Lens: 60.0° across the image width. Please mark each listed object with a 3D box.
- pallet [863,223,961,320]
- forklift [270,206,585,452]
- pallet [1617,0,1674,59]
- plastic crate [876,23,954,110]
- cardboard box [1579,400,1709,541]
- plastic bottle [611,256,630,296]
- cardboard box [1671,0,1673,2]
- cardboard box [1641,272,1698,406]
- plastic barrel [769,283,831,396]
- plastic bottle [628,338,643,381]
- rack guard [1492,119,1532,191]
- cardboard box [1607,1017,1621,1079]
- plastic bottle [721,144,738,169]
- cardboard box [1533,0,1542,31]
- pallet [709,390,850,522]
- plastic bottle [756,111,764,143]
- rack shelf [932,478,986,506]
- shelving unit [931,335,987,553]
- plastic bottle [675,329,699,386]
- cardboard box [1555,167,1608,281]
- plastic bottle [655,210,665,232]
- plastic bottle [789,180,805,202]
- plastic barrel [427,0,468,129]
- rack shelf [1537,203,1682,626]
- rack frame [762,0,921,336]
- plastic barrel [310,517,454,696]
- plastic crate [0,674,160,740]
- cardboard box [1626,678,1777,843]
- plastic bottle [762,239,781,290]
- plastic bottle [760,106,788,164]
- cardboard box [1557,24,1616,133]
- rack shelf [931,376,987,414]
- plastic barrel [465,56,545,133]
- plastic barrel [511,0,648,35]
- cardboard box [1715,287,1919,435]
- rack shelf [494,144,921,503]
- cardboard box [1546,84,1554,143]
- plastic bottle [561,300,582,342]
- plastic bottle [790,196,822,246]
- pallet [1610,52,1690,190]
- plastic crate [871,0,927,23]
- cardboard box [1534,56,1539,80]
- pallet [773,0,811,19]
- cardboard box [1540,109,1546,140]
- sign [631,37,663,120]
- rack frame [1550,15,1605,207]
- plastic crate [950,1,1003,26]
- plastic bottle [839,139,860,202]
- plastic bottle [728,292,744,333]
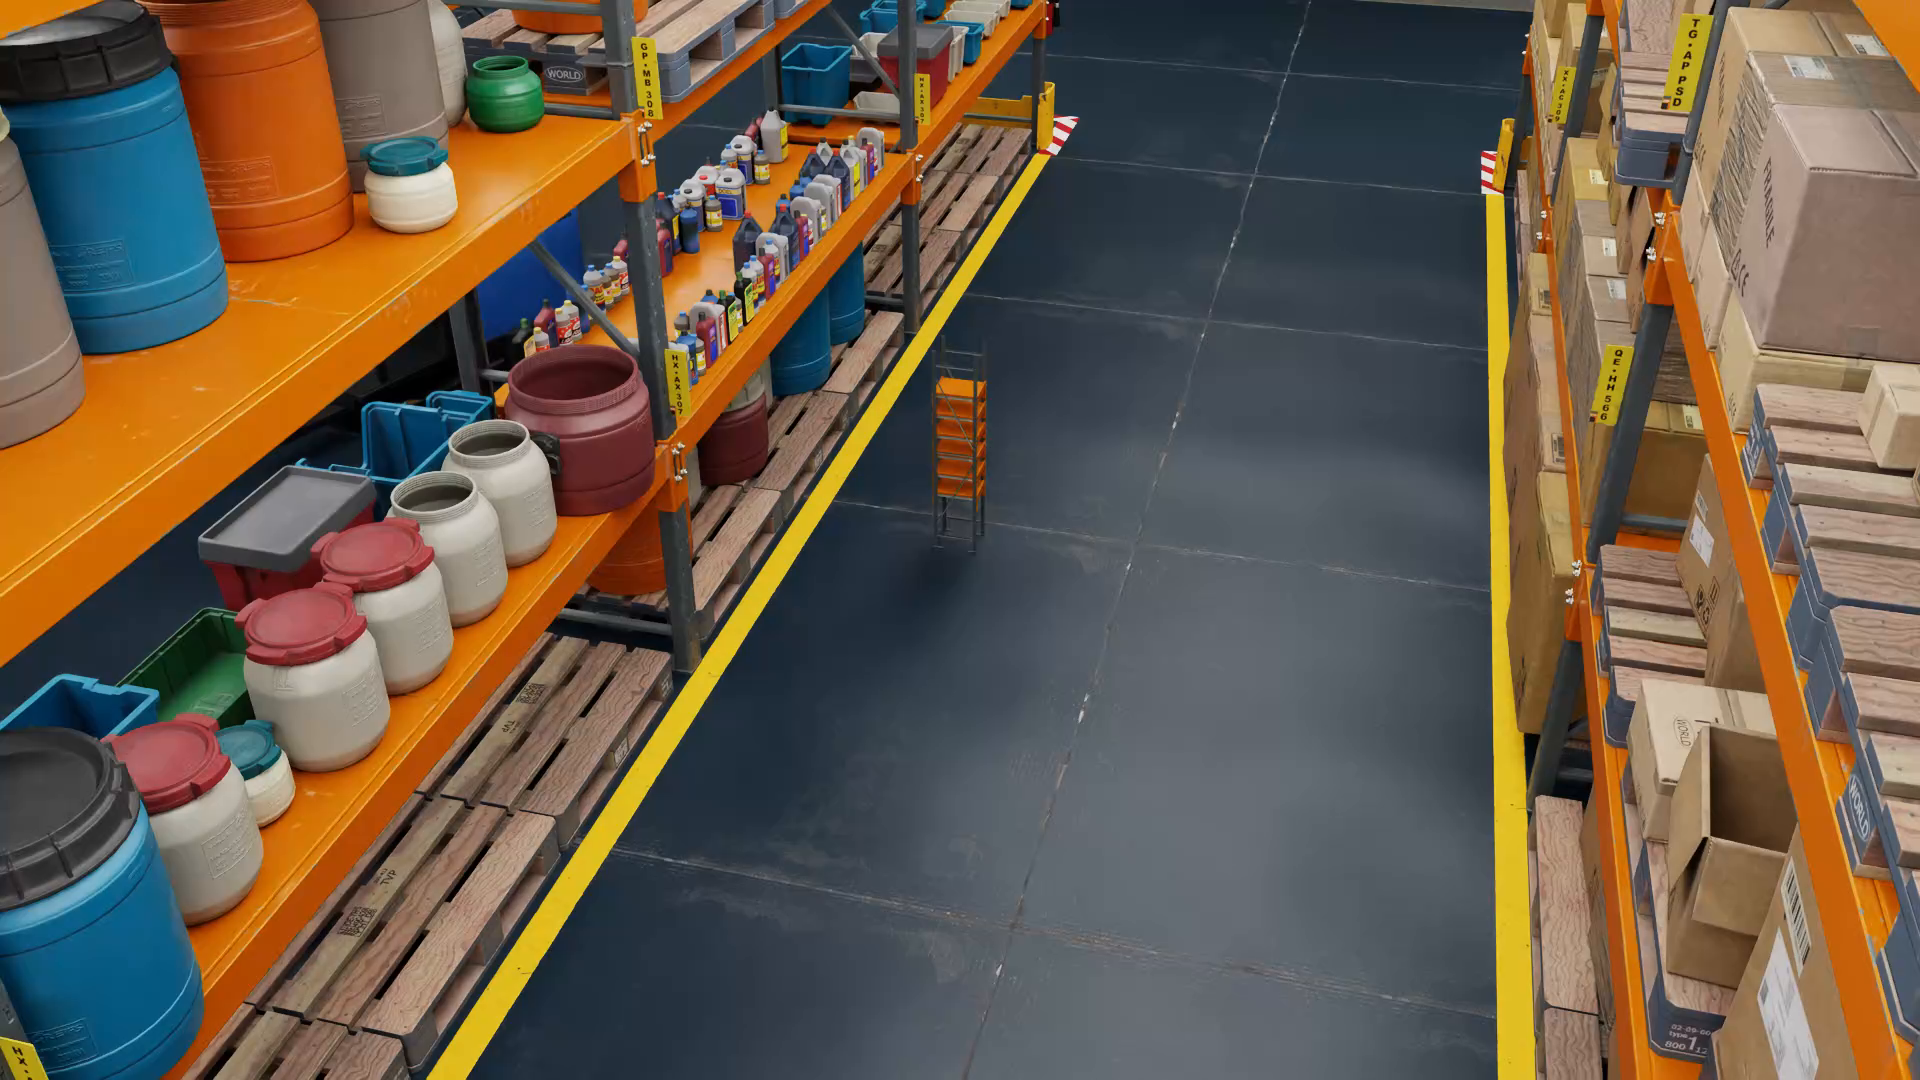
[{"bbox_3d":[-0.623,-1.983,12.173,1.003,0.211,1.213,8,33,12],"label":"pallet"},{"bbox_3d":[-3.760,-2.161,9.917,1.130,2.935,3.031,20,37,28],"label":"forklift"},{"bbox_3d":[3.397,-2.132,7.187,1.003,0.211,1.213,10,34,15],"label":"pallet"},{"bbox_3d":[-0.303,-3.255,11.458,0.402,0.464,0.583,8,33,12],"label":"plastic crate"},{"bbox_3d":[2.889,-0.355,6.920,0.500,0.500,0.500,9,34,14],"label":"cardboard box"},{"bbox_3d":[-1.819,-1.413,8.861,0.097,0.201,0.097,0,32,0],"label":"plastic bottle"},{"bbox_3d":[3.502,-2.573,7.218,0.797,0.503,0.637,8,33,12],"label":"cardboard box"},{"bbox_3d":[3.205,-0.866,6.788,0.797,0.503,0.637,9,34,14],"label":"cardboard box"},{"bbox_3d":[-1.106,-1.418,10.248,0.600,0.901,0.708,8,33,12],"label":"plastic barrel"},{"bbox_3d":[-1.512,-0.847,7.901,0.152,0.276,0.135,8,33,12],"label":"plastic bottle"},{"bbox_3d":[5.040,-3.132,13.711,1.175,0.500,0.348,8,33,12],"label":"rack guard"},{"bbox_3d":[2.587,1.781,5.572,0.700,0.500,0.500,11,34,16],"label":"cardboard box"},{"bbox_3d":[-1.407,-2.284,10.167,0.097,0.271,0.097,0,32,0],"label":"plastic bottle"},{"bbox_3d":[4.651,-4.025,12.647,0.500,0.250,0.500,7,33,11],"label":"cardboard box"},{"bbox_3d":[-1.316,-0.567,9.945,1.003,0.211,1.213,8,33,12],"label":"pallet"},{"bbox_3d":[-1.278,-2.592,10.640,0.061,0.283,0.133,8,33,12],"label":"plastic bottle"},{"bbox_3d":[-0.004,-0.259,9.069,0.258,0.103,0.180,8,33,12],"label":"rack shelf"},{"bbox_3d":[-0.004,-0.499,8.916,0.258,1.200,0.189,8,33,12],"label":"shelving unit"},{"bbox_3d":[-1.309,-0.880,7.959,0.097,0.271,0.097,0,32,0],"label":"plastic bottle"},{"bbox_3d":[3.534,-1.676,8.996,0.500,0.500,0.500,8,33,12],"label":"cardboard box"},{"bbox_3d":[-1.667,-1.666,9.184,0.061,0.283,0.133,8,33,12],"label":"plastic bottle"},{"bbox_3d":[-0.939,-1.957,9.652,0.097,0.271,0.097,0,32,0],"label":"plastic bottle"},{"bbox_3d":[-2.162,-1.891,6.529,0.421,0.512,0.421,0,32,0],"label":"plastic barrel"},{"bbox_3d":[3.511,-0.758,8.316,1.077,0.370,4.000,8,33,12],"label":"rack shelf"},{"bbox_3d":[-0.772,-2.773,10.817,1.000,3.000,0.127,8,33,12],"label":"rack frame"},{"bbox_3d":[-2.051,0.249,5.936,0.433,0.535,0.433,0,32,0],"label":"plastic barrel"},{"bbox_3d":[-2.823,0.770,5.258,0.392,0.384,0.575,8,33,12],"label":"plastic crate"},{"bbox_3d":[2.356,0.701,5.099,0.500,0.250,0.500,7,33,11],"label":"cardboard box"},{"bbox_3d":[-1.016,-1.480,8.901,0.097,0.271,0.097,0,32,0],"label":"plastic bottle"},{"bbox_3d":[-1.185,-2.593,10.579,0.144,0.351,0.185,8,33,12],"label":"plastic bottle"},{"bbox_3d":[3.877,-2.753,9.948,0.500,0.500,0.500,9,34,14],"label":"cardboard box"},{"bbox_3d":[-0.004,-0.765,8.747,0.258,0.103,0.180,8,33,12],"label":"rack shelf"},{"bbox_3d":[-1.800,-1.763,6.576,0.294,0.245,0.294,0,32,0],"label":"plastic barrel"},{"bbox_3d":[-1.640,-2.616,6.982,0.600,0.830,0.708,8,33,12],"label":"plastic barrel"},{"bbox_3d":[2.386,-0.482,4.556,0.500,0.250,0.500,9,33,13],"label":"cardboard box"},{"bbox_3d":[-1.279,-1.432,9.377,1.077,0.370,4.000,8,33,12],"label":"rack shelf"},{"bbox_3d":[4.006,-2.695,10.556,0.500,0.250,0.500,9,34,14],"label":"cardboard box"},{"bbox_3d":[-1.967,-1.109,8.384,0.097,0.201,0.097,0,32,0],"label":"plastic bottle"},{"bbox_3d":[-0.873,-1.831,9.450,0.152,0.276,0.135,8,33,12],"label":"plastic bottle"},{"bbox_3d":[3.116,-1.551,6.274,1.213,0.211,1.003,10,34,15],"label":"pallet"},{"bbox_3d":[-0.472,-4.037,12.905,0.416,0.233,0.300,8,33,12],"label":"plastic crate"},{"bbox_3d":[4.366,-3.396,12.030,0.380,0.149,0.250,7,33,11],"label":"cardboard box"},{"bbox_3d":[-1.161,-2.950,8.475,1.003,0.211,1.213,8,33,12],"label":"pallet"},{"bbox_3d":[4.040,-2.730,10.982,0.380,0.149,0.250,9,33,13],"label":"cardboard box"},{"bbox_3d":[-1.253,-1.848,6.663,0.100,0.325,0.005,8,33,12],"label":"sign"},{"bbox_3d":[4.019,-2.099,9.756,1.000,3.000,0.127,8,33,12],"label":"rack frame"},{"bbox_3d":[0.124,-4.167,13.198,0.396,0.136,0.243,8,33,12],"label":"plastic crate"},{"bbox_3d":[-0.689,-2.231,10.009,0.144,0.351,0.185,8,33,12],"label":"plastic bottle"},{"bbox_3d":[-1.157,-1.160,8.464,0.097,0.201,0.097,0,32,0],"label":"plastic bottle"}]
